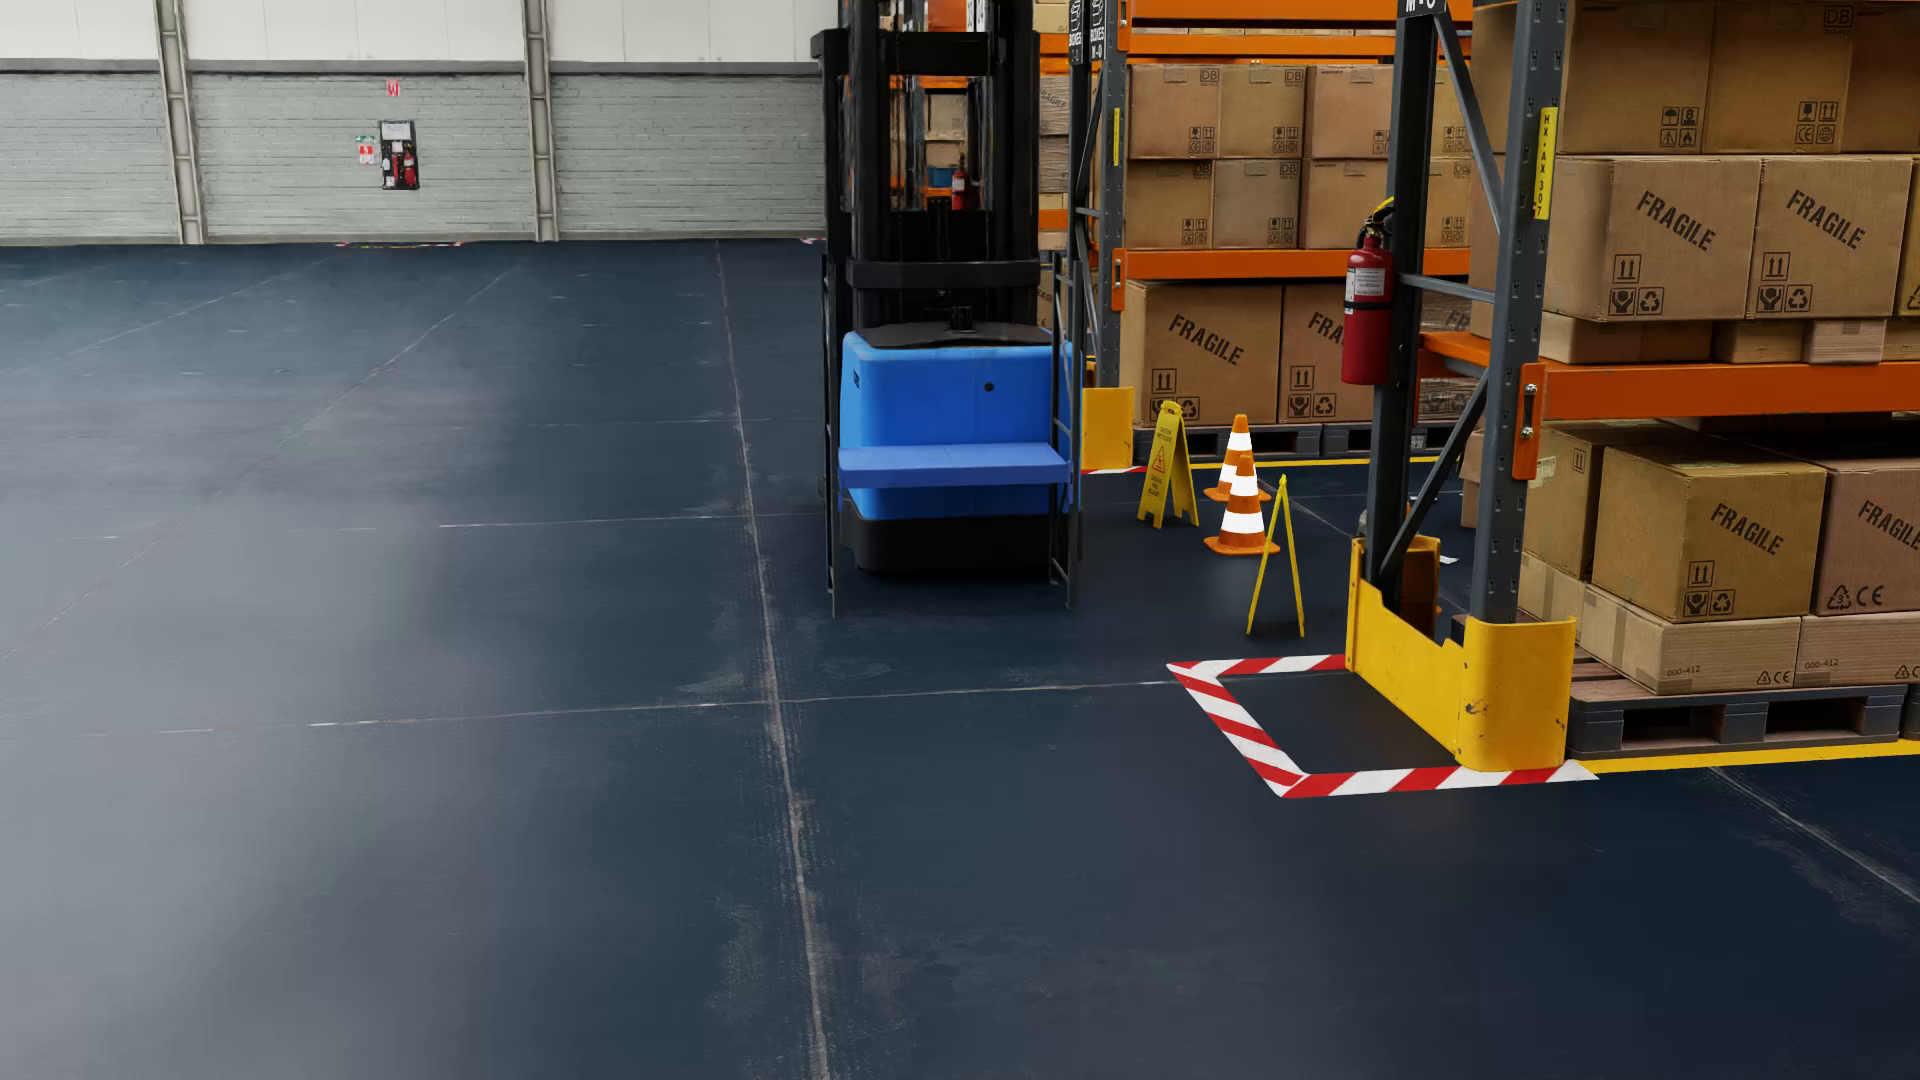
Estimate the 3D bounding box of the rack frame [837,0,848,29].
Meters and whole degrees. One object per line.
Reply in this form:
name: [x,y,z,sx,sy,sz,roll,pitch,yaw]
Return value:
rack frame: [-2.018,-9.708,28.643,0.127,3.000,1.000,-2,14,-8]

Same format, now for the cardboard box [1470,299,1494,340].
cardboard box: [2.010,-0.783,5.905,0.250,0.149,0.380,-2,14,-6]

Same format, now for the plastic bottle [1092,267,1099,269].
plastic bottle: [1.636,-3.308,20.162,0.097,0.271,0.097,0,14,0]

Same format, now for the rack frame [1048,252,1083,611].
rack frame: [0.456,-0.479,7.253,0.032,1.500,0.500,-2,15,-7]

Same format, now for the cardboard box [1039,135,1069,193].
cardboard box: [0.744,-3.430,15.125,0.500,0.500,0.875,-2,14,-8]

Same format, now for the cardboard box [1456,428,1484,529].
cardboard box: [3.032,-0.302,8.601,0.797,0.503,0.637,12,18,40]

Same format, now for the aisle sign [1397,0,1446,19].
aisle sign: [1.568,-2.169,5.568,0.004,0.787,0.394,-2,14,-8]

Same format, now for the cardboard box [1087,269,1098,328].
cardboard box: [1.402,-2.264,15.567,0.500,0.500,0.500,2,14,6]

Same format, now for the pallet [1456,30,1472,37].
pallet: [4.778,-4.729,15.343,1.003,0.211,1.213,-2,14,-8]

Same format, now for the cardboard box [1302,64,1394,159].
cardboard box: [2.312,-2.657,10.334,0.550,0.550,0.875,-2,14,-8]

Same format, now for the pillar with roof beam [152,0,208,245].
pillar with roof beam: [-12.679,-8.471,23.711,0.400,9.000,9.100,-2,14,-8]

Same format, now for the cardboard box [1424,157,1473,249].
cardboard box: [2.826,-2.169,10.604,0.500,0.550,0.875,-2,14,-8]

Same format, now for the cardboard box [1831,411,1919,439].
cardboard box: [3.441,-0.202,6.318,0.500,0.500,0.500,-2,14,-10]

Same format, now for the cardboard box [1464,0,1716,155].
cardboard box: [2.145,-1.589,5.728,0.500,0.500,0.700,-2,14,-10]

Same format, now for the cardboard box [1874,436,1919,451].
cardboard box: [3.548,-0.074,5.807,0.500,0.500,0.500,-2,14,-7]

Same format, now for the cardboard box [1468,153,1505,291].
cardboard box: [2.168,-1.119,5.909,0.500,0.500,0.500,-2,14,-9]

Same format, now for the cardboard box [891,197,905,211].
cardboard box: [-0.790,-4.932,25.177,0.500,0.500,0.500,-2,14,-8]

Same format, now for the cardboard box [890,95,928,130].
cardboard box: [-0.760,-6.300,24.515,0.500,0.500,0.700,-2,14,-8]

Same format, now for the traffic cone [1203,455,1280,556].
traffic cone: [1.404,-0.190,8.239,0.334,0.463,0.336,-2,14,-8]

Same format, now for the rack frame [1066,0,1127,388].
rack frame: [0.835,-2.027,10.348,0.127,3.000,1.000,-2,14,-8]

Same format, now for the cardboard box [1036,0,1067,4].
cardboard box: [0.774,-4.740,14.488,0.250,0.149,0.380,-2,14,-7]

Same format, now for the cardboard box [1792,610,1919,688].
cardboard box: [3.017,0.311,5.816,0.500,0.250,0.500,-2,14,-6]

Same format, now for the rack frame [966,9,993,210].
rack frame: [0.196,-3.224,15.120,0.127,3.000,1.000,-2,14,-8]

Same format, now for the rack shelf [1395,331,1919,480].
rack shelf: [3.650,-0.564,5.992,4.000,0.370,1.077,-2,14,-8]

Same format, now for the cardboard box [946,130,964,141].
cardboard box: [-0.099,-5.960,24.491,0.250,0.149,0.380,-2,14,-9]

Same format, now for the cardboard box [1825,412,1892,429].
cardboard box: [3.289,-0.527,6.281,0.250,0.149,0.380,-1,14,-6]

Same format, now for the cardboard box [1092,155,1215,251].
cardboard box: [1.195,-2.124,10.427,0.550,0.550,0.875,-2,14,-8]

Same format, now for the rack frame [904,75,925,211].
rack frame: [-0.542,-4.415,19.871,0.127,3.000,1.000,-2,14,-8]

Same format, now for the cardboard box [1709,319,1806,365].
cardboard box: [2.561,-0.683,5.507,0.250,0.149,0.380,-3,14,-10]

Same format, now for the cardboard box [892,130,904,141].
cardboard box: [-0.856,-5.932,24.381,0.250,0.149,0.380,-2,14,-9]

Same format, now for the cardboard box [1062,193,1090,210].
cardboard box: [1.013,-3.065,15.003,0.250,0.149,0.380,-2,14,-8]

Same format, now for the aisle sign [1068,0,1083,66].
aisle sign: [0.720,-3.358,10.310,0.004,0.787,0.394,-2,14,-8]

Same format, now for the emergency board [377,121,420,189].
emergency board: [-9.837,-6.734,29.116,0.643,1.169,0.194,-2,14,-8]

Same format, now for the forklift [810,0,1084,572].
forklift: [-0.185,-1.587,8.735,1.130,2.935,3.031,-2,14,-10]

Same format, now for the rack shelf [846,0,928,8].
rack shelf: [-0.040,-9.430,29.020,4.000,0.370,1.077,-2,14,-8]

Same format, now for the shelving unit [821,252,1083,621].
shelving unit: [-0.048,-0.463,7.187,1.048,1.500,0.538,-2,15,-7]

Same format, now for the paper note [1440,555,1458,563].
paper note: [2.311,0.087,8.022,0.142,0.019,0.148,-8,16,-28]

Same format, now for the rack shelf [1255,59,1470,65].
rack shelf: [5.391,-5.739,20.460,4.000,0.370,1.077,-2,14,-8]

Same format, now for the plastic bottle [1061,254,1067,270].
plastic bottle: [1.322,-3.492,20.868,0.133,0.283,0.061,-2,14,-7]

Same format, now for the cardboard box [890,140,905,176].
cardboard box: [-0.813,-5.669,24.665,0.500,0.500,0.700,-2,14,-8]

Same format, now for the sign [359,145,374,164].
sign: [-10.399,-6.756,29.131,0.234,0.329,0.001,-2,14,-8]

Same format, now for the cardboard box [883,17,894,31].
cardboard box: [-1.097,-8.758,28.719,0.500,0.500,0.500,-2,14,-9]

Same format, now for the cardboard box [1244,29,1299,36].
cardboard box: [2.718,-4.635,14.891,0.500,0.250,0.500,-2,14,-9]

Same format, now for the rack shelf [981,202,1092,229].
rack shelf: [2.174,-2.947,15.497,4.000,0.370,1.077,-2,14,-8]

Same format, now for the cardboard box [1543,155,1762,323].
cardboard box: [2.182,-0.983,5.369,0.500,0.500,0.500,-2,14,-9]

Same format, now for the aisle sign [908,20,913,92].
aisle sign: [-0.569,-5.603,19.263,0.004,0.787,0.394,-2,14,-8]

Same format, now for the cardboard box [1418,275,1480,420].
cardboard box: [3.267,-1.306,10.976,0.875,0.875,0.875,-2,14,-8]

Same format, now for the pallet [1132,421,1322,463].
pallet: [1.614,-0.722,10.878,1.213,0.211,1.003,-2,14,-8]

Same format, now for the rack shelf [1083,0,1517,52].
rack shelf: [2.813,-3.206,10.360,4.000,0.370,1.077,-2,14,-8]

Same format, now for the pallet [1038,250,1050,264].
pallet: [0.678,-4.336,25.285,1.213,0.211,1.003,-2,14,-8]

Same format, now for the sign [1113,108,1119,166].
sign: [0.912,-2.352,9.700,0.005,0.325,0.100,-2,14,-8]

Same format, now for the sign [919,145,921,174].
sign: [-0.464,-4.417,19.309,0.005,0.325,0.100,-2,14,-8]
